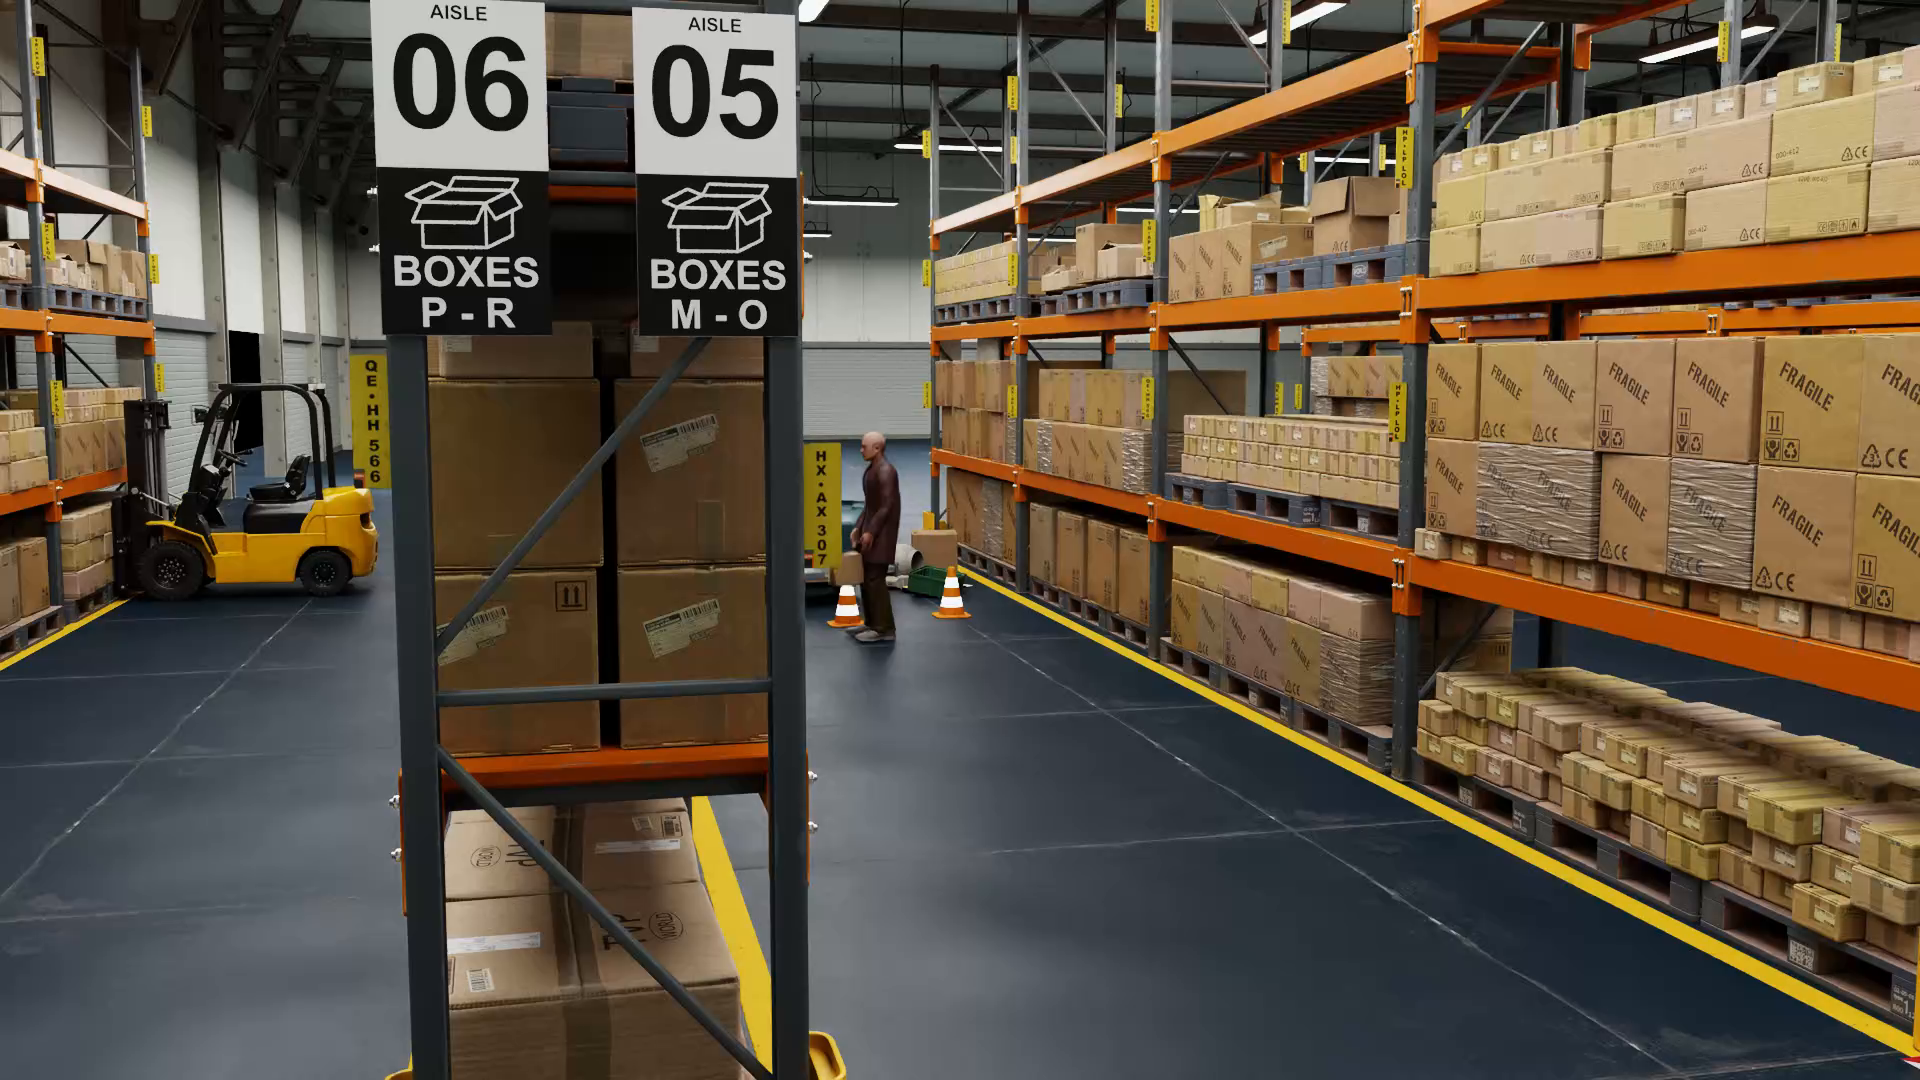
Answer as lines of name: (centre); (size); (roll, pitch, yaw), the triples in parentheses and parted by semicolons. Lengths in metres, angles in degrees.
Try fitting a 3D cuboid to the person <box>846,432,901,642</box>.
person: (-0.728, -0.035, 14.196); (0.424, 1.779, 0.587); (-2, 6, -15)
